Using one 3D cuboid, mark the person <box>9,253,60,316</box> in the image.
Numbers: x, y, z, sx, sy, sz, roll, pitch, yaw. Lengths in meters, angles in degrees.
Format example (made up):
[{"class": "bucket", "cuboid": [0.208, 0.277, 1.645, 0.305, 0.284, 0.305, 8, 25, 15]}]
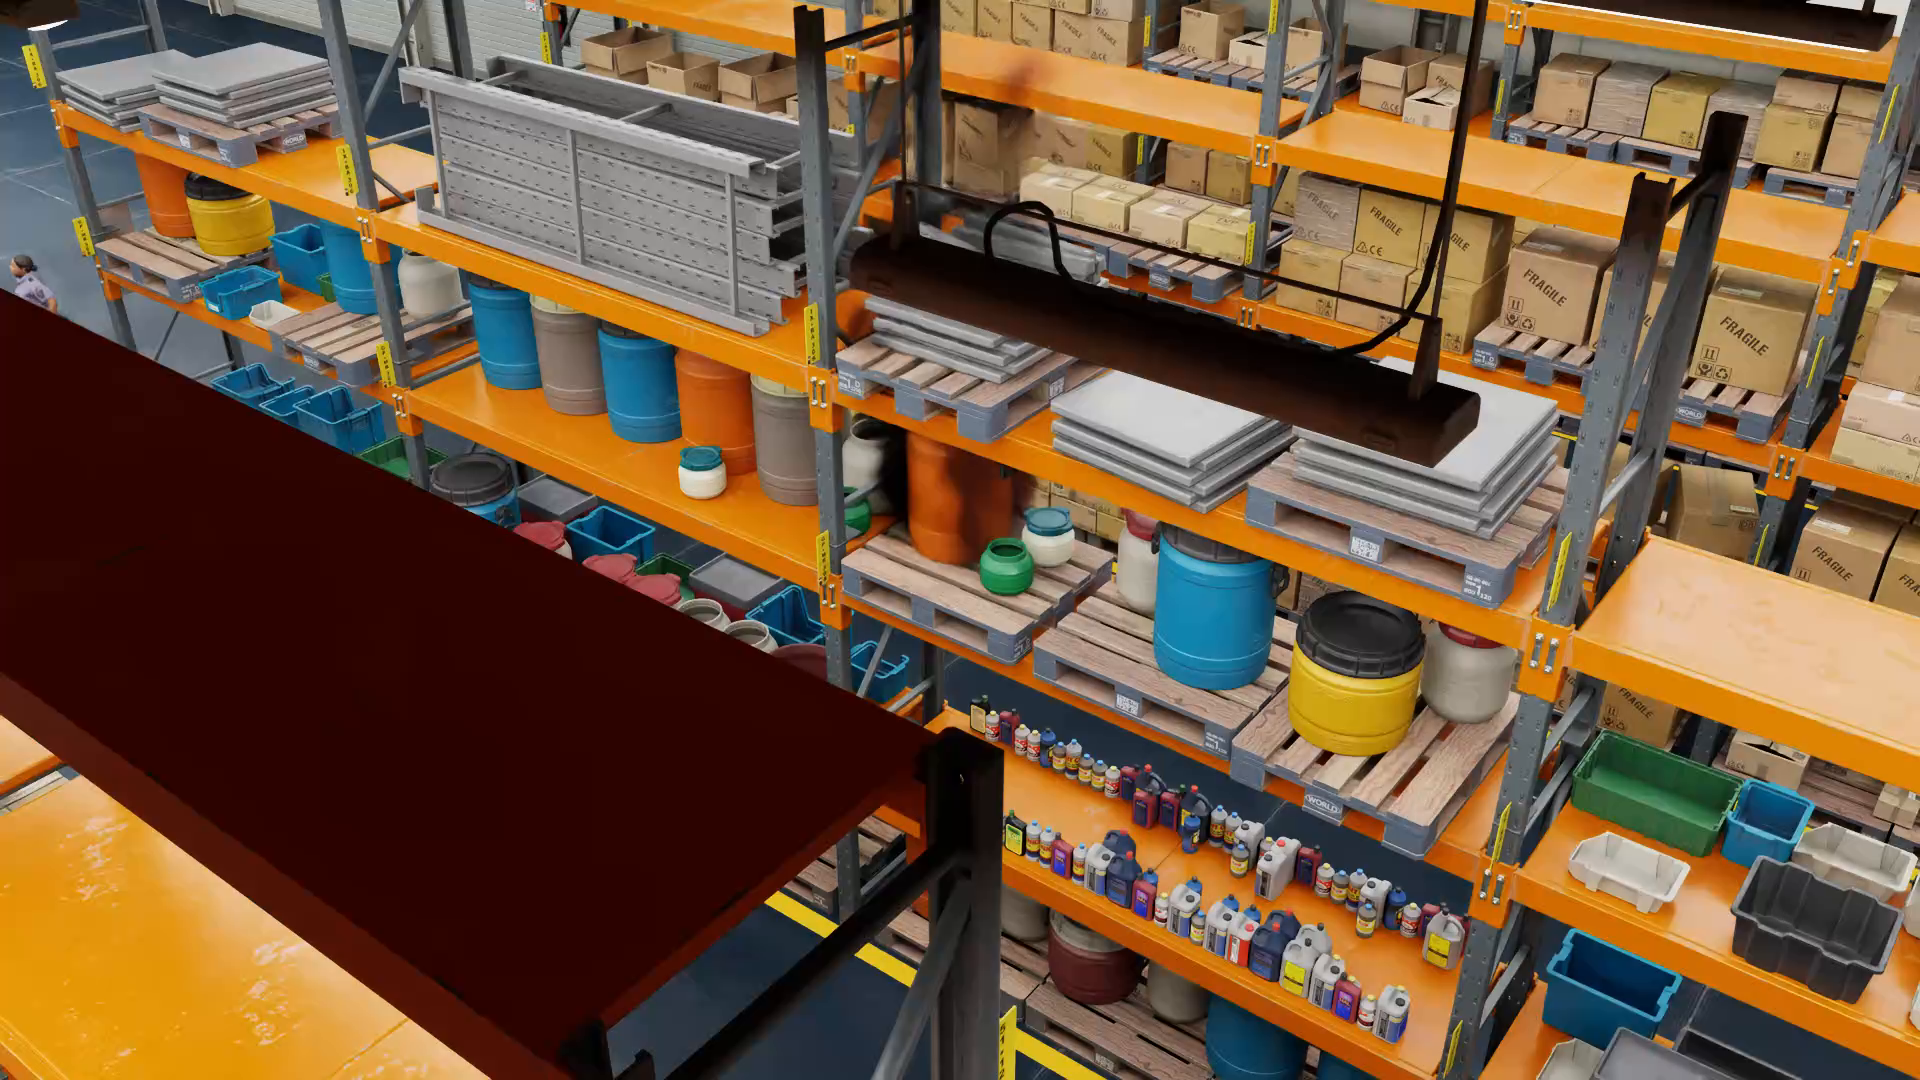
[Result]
[{"class": "person", "cuboid": [-9.492, -2.204, 17.330, 0.806, 1.668, 0.629, -16, 35, -24]}]
